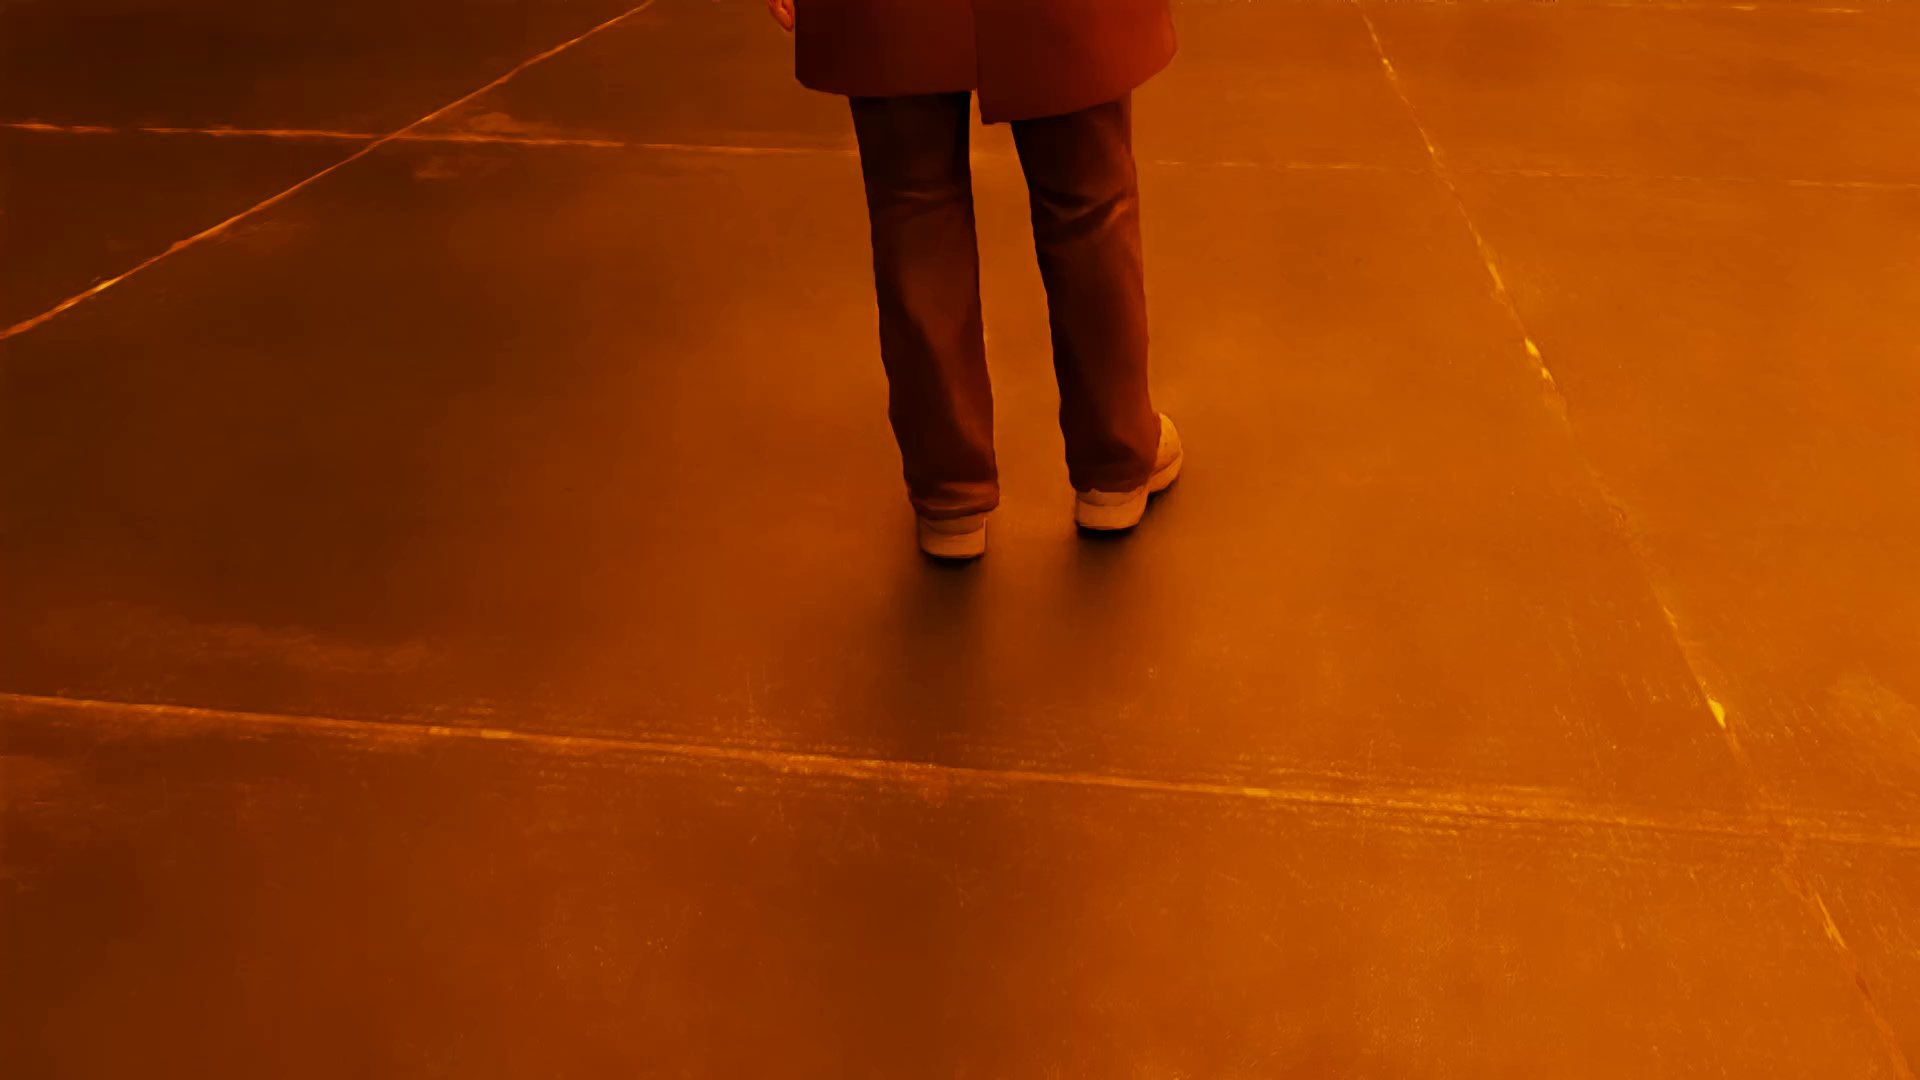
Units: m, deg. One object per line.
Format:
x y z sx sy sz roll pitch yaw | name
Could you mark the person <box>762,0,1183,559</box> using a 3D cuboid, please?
0.017 -0.842 2.180 0.694 1.776 0.580 3 27 7 | person
